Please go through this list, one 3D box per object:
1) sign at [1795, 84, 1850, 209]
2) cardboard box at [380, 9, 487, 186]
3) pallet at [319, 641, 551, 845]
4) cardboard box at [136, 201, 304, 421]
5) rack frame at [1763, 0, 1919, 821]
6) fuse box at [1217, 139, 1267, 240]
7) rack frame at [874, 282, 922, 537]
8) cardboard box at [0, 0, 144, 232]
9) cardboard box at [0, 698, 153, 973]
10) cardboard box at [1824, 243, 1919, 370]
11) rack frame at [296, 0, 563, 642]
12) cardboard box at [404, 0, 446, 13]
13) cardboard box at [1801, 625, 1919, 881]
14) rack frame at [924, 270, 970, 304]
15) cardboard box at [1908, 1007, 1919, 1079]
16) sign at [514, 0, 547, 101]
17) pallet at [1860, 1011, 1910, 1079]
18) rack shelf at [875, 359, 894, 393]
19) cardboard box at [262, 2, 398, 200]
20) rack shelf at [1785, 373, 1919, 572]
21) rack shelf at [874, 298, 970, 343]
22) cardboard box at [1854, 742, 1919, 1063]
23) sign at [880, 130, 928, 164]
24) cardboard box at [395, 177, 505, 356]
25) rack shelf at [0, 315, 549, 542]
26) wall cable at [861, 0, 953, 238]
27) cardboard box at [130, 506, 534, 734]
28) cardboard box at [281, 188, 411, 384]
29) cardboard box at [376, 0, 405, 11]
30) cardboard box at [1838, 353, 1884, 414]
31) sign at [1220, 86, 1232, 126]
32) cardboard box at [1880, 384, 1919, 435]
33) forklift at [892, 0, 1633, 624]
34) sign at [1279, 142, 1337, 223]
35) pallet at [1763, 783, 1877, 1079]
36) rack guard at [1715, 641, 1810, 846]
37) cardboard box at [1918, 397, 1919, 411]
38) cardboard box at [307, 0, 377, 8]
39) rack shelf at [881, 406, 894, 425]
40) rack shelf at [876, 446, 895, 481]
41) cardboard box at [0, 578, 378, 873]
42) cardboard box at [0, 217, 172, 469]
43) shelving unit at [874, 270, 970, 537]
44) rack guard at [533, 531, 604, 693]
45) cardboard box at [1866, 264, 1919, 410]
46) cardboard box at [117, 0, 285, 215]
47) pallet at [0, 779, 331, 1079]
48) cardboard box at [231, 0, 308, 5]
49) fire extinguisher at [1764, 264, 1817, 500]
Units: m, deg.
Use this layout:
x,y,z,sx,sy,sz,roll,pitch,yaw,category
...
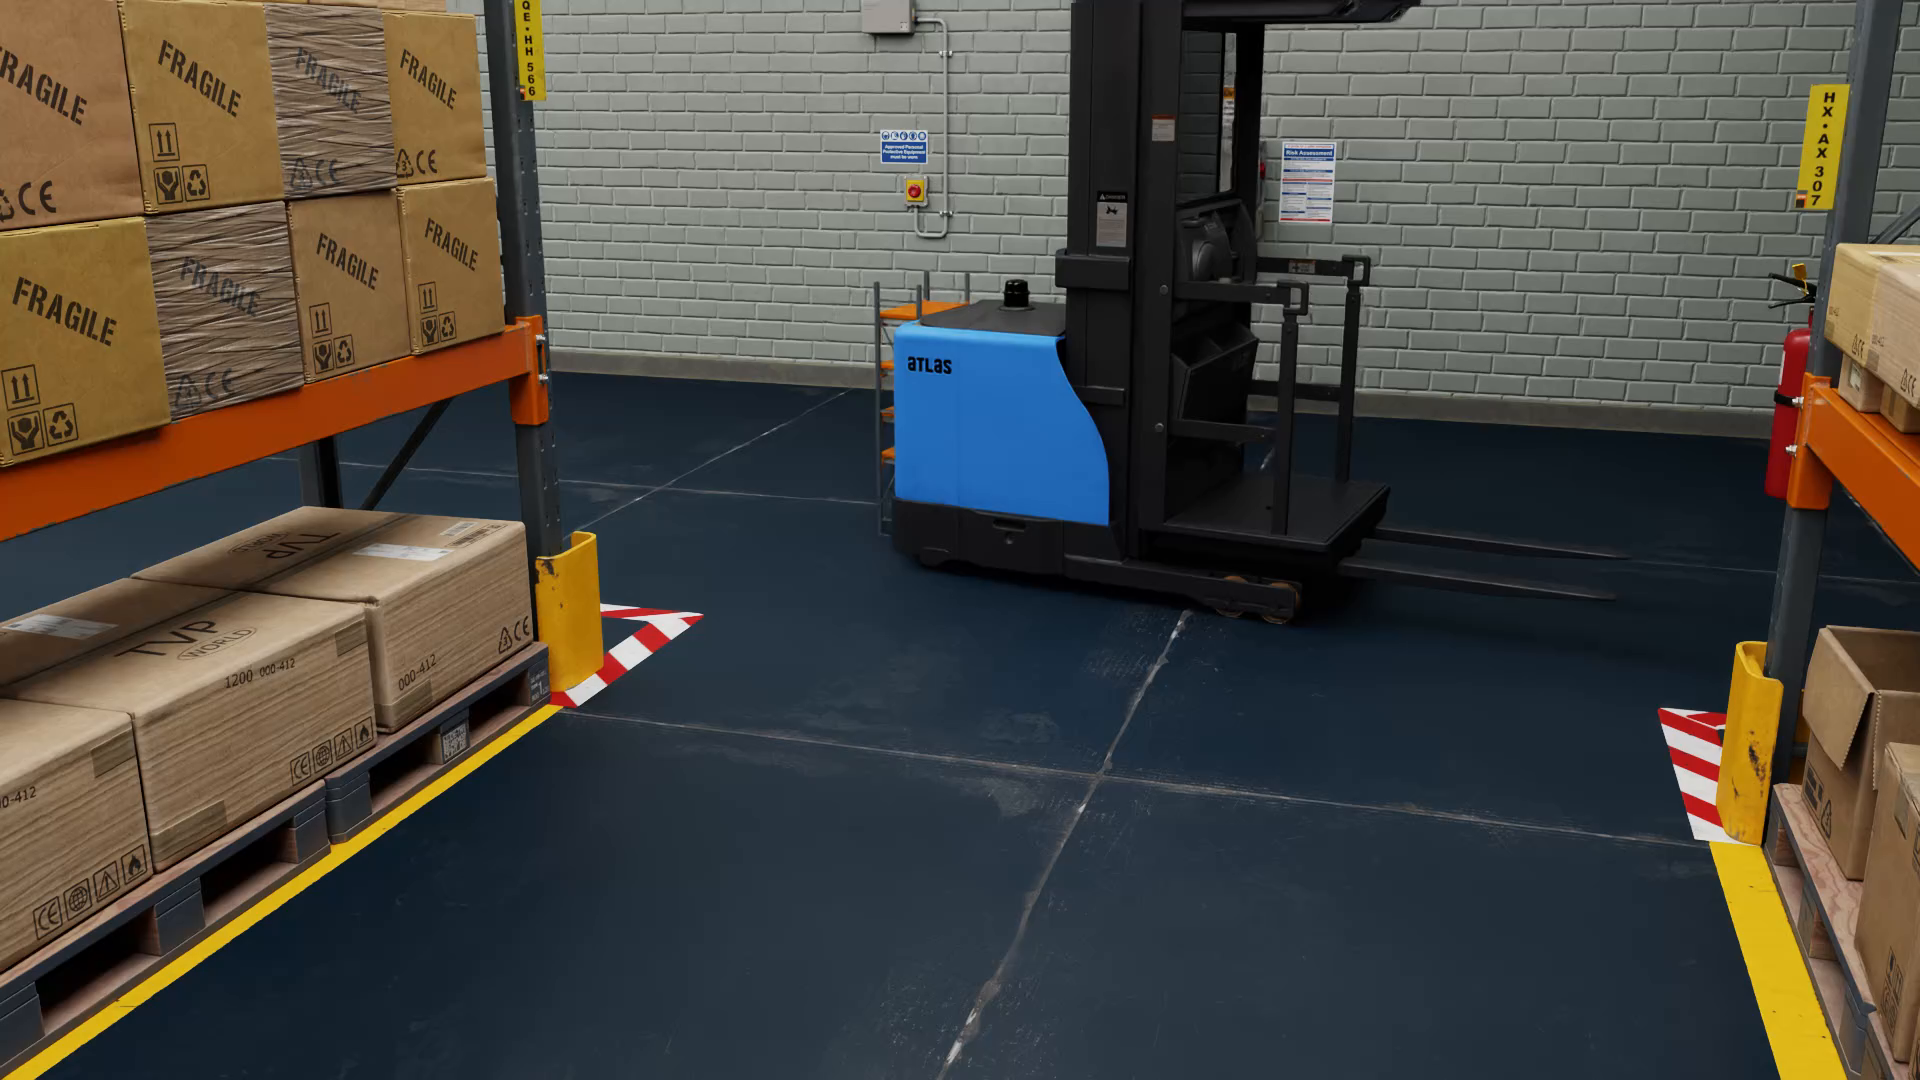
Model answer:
x,y,z,sx,sy,sz,roll,pitch,yaw,category
2.317,-1.054,4.462,0.100,0.325,0.005,5,16,16,sign
-1.832,-1.364,5.125,0.500,0.500,0.500,5,17,18,cardboard box
-2.075,0.577,5.407,1.003,0.211,1.213,5,16,16,pallet
-2.100,-0.615,4.318,0.500,0.500,0.500,5,17,17,cardboard box
2.837,-0.595,4.432,1.000,3.000,0.127,5,16,16,rack frame
1.630,-1.636,10.460,0.539,1.711,0.414,5,16,16,fuse box
-0.281,-0.586,7.697,0.240,1.200,0.015,8,18,26,rack frame
-2.240,-0.964,3.717,0.500,0.500,0.500,5,16,15,cardboard box
-2.525,0.707,3.764,0.875,0.438,0.875,4,16,14,cardboard box
2.450,-0.569,4.067,0.500,0.250,0.500,5,17,16,cardboard box
-1.923,-0.979,5.785,1.000,3.000,0.127,5,16,16,rack frame
-1.833,-1.711,5.161,0.380,0.149,0.250,5,17,17,cardboard box
2.572,0.556,4.177,0.797,0.503,0.637,4,16,14,cardboard box
-0.062,-0.705,8.117,0.240,1.200,0.015,8,18,26,rack frame
2.046,0.909,2.939,0.500,0.500,0.500,5,17,17,cardboard box
-1.407,-1.605,5.434,0.100,0.325,0.005,5,16,16,sign
2.241,1.293,2.885,1.003,0.211,1.213,5,16,16,pallet
-0.172,-0.796,7.864,0.258,0.148,0.480,8,18,26,rack shelf
-1.952,-1.225,4.635,0.500,0.500,0.500,5,16,16,cardboard box
2.269,0.274,2.685,1.077,0.370,4.000,5,16,16,rack shelf
-0.172,-1.024,7.800,0.258,0.148,0.480,8,18,26,rack shelf
2.292,0.778,3.399,0.700,0.500,0.500,5,17,18,cardboard box
-0.372,-2.606,11.026,0.327,0.218,0.001,5,16,16,sign
-1.806,-0.881,5.254,0.500,0.500,0.500,5,17,16,cardboard box
-2.491,-0.110,4.039,1.077,0.370,4.000,5,16,16,rack shelf
-0.343,-2.960,10.850,0.585,1.953,0.123,5,16,16,wall cable
-2.015,0.232,5.442,0.875,0.438,0.875,4,16,14,cardboard box
-1.963,-0.751,4.796,0.500,0.500,0.500,4,16,15,cardboard box
-1.882,-1.643,4.920,0.380,0.149,0.250,5,17,17,cardboard box
2.481,-0.410,4.238,0.380,0.149,0.250,4,16,15,cardboard box
1.635,-2.711,10.377,0.339,0.242,0.001,5,16,16,sign
2.453,-0.340,3.991,0.380,0.149,0.250,5,17,17,cardboard box
1.249,-1.239,6.826,3.031,2.935,1.130,8,18,26,forklift
2.162,-2.226,10.353,0.329,0.494,0.001,5,16,16,sign
2.590,0.975,4.007,1.003,0.211,1.213,5,16,16,pallet
2.816,0.627,4.703,1.175,0.500,0.348,5,16,16,rack guard
2.166,-0.304,3.133,0.500,0.250,0.500,4,16,15,cardboard box
-1.875,-1.569,4.659,0.380,0.149,0.250,4,16,15,cardboard box
-0.171,-0.581,7.925,0.258,0.148,0.480,8,18,26,rack shelf
-0.171,-0.390,7.979,0.258,0.148,0.480,8,18,26,rack shelf
-2.267,0.472,4.595,0.875,0.438,0.875,5,17,17,cardboard box
-2.234,-0.479,3.839,0.500,0.500,0.500,5,17,18,cardboard box
-0.171,-0.646,7.907,0.258,1.200,0.503,8,18,26,shelving unit
-1.916,0.217,6.149,1.175,0.500,0.348,5,16,16,rack guard
2.307,-0.437,3.602,0.500,0.250,0.500,5,17,16,cardboard box
-2.096,-1.096,4.180,0.500,0.500,0.500,5,16,16,cardboard box
-2.424,0.896,4.285,1.003,0.211,1.213,5,16,16,pallet
-1.986,-1.506,4.438,0.380,0.149,0.250,5,17,17,cardboard box
2.436,-0.453,4.755,0.296,0.674,0.183,5,16,16,fire extinguisher
